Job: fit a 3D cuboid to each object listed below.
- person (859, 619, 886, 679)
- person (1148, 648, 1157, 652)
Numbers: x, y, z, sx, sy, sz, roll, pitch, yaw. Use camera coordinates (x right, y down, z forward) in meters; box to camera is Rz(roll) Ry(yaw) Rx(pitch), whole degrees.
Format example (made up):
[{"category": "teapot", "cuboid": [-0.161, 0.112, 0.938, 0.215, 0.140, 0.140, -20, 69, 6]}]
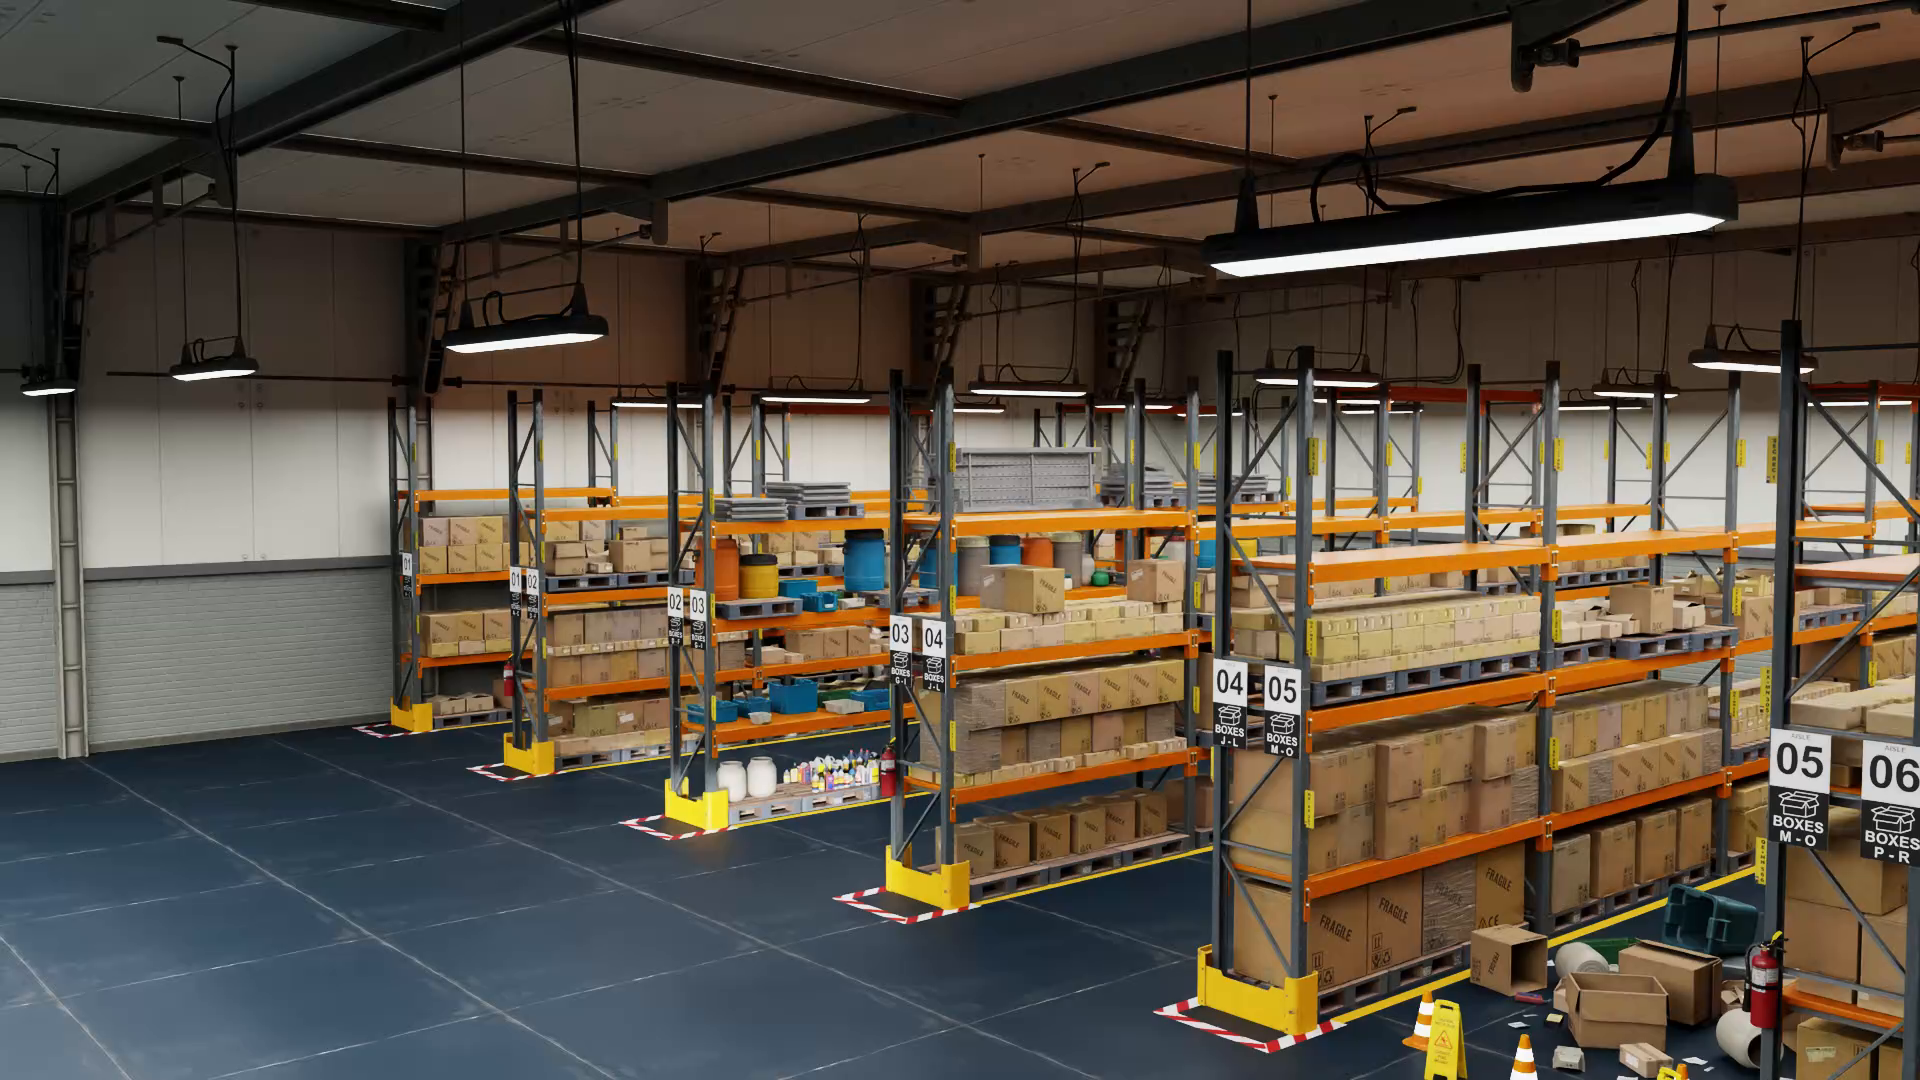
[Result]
[{"category": "person", "cuboid": [-1.733, 2.374, 32.718, 0.646, 1.769, 0.635, -1, 4, -18]}, {"category": "person", "cuboid": [3.993, 2.391, 33.364, 0.926, 1.658, 0.572, -2, 4, -36]}]
